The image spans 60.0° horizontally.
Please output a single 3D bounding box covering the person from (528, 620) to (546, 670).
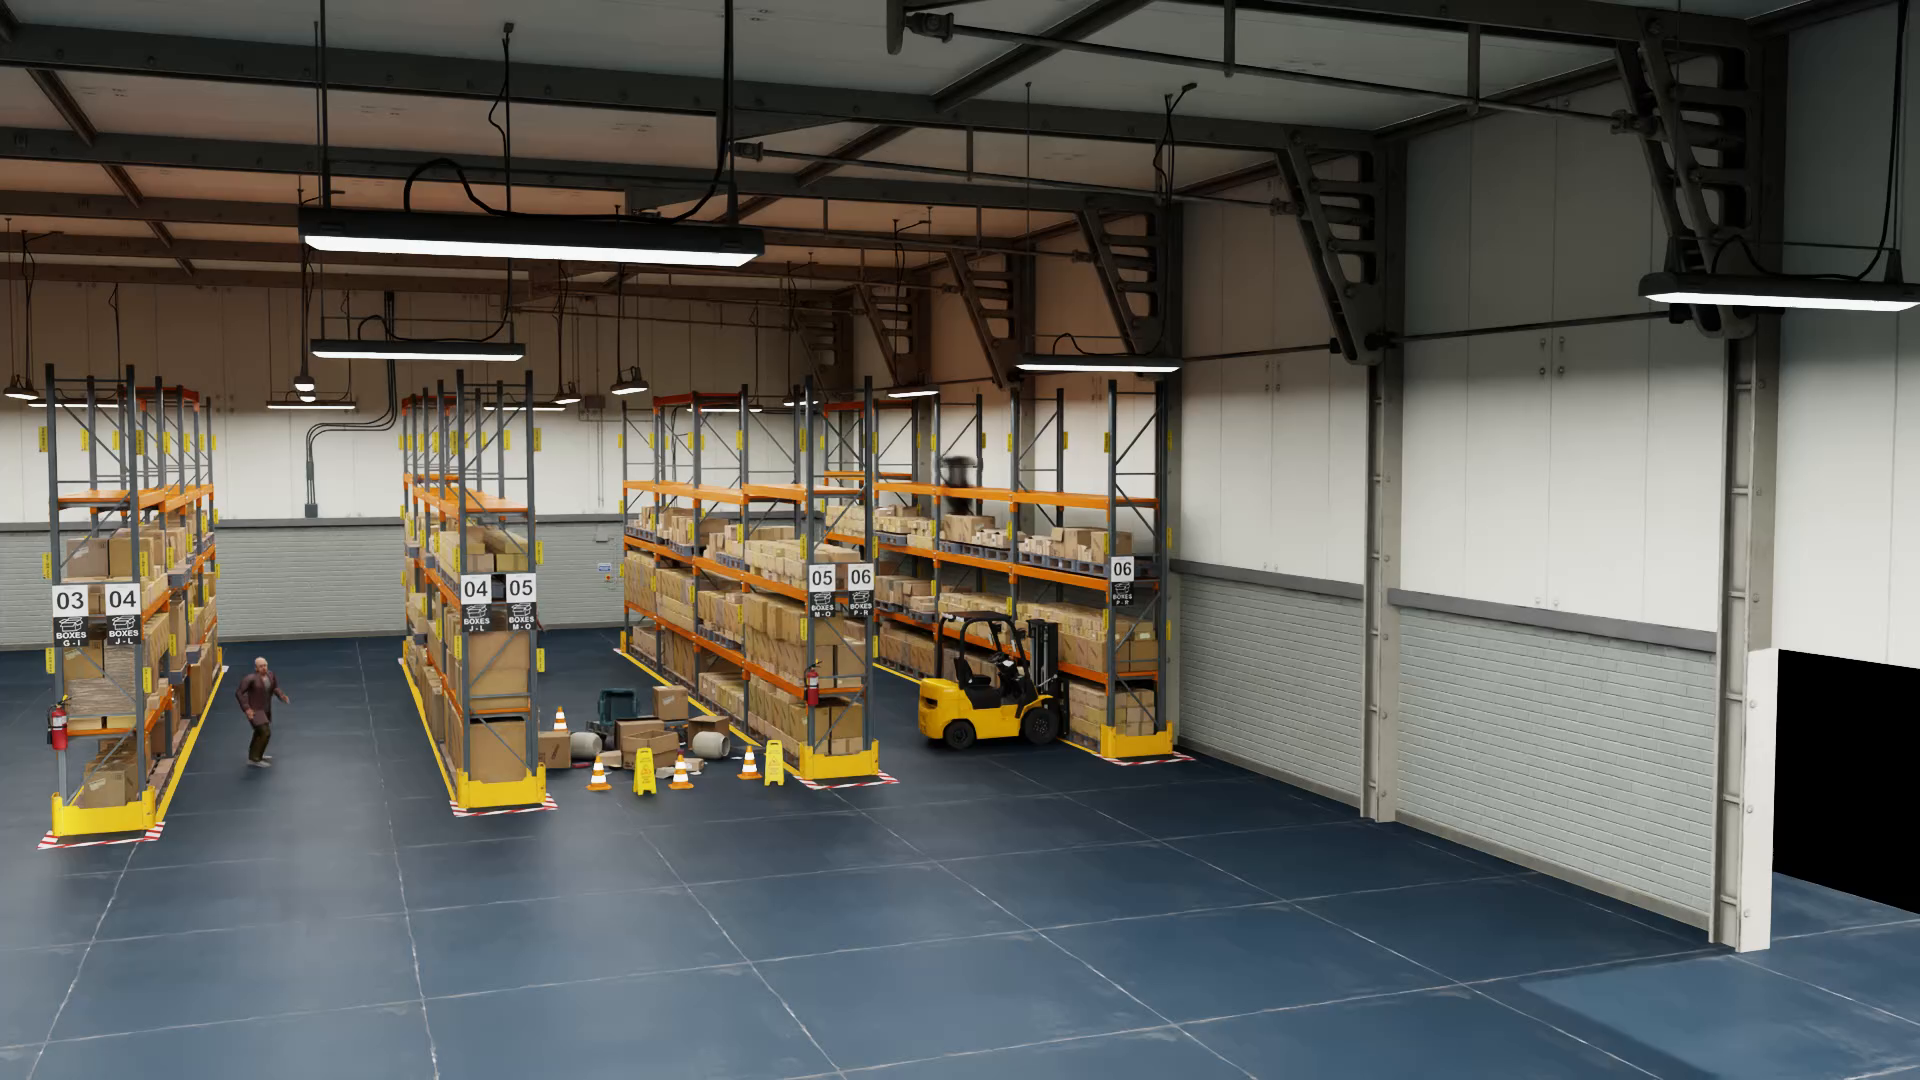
[{"bbox_3d":[-9.454,2.112,36.515,0.697,1.591,0.613,0,3,5],"label":"person"}]

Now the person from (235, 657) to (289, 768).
[{"bbox_3d":[-10.817,2.659,25.792,0.849,1.716,0.727,1,3,11],"label":"person"}]
